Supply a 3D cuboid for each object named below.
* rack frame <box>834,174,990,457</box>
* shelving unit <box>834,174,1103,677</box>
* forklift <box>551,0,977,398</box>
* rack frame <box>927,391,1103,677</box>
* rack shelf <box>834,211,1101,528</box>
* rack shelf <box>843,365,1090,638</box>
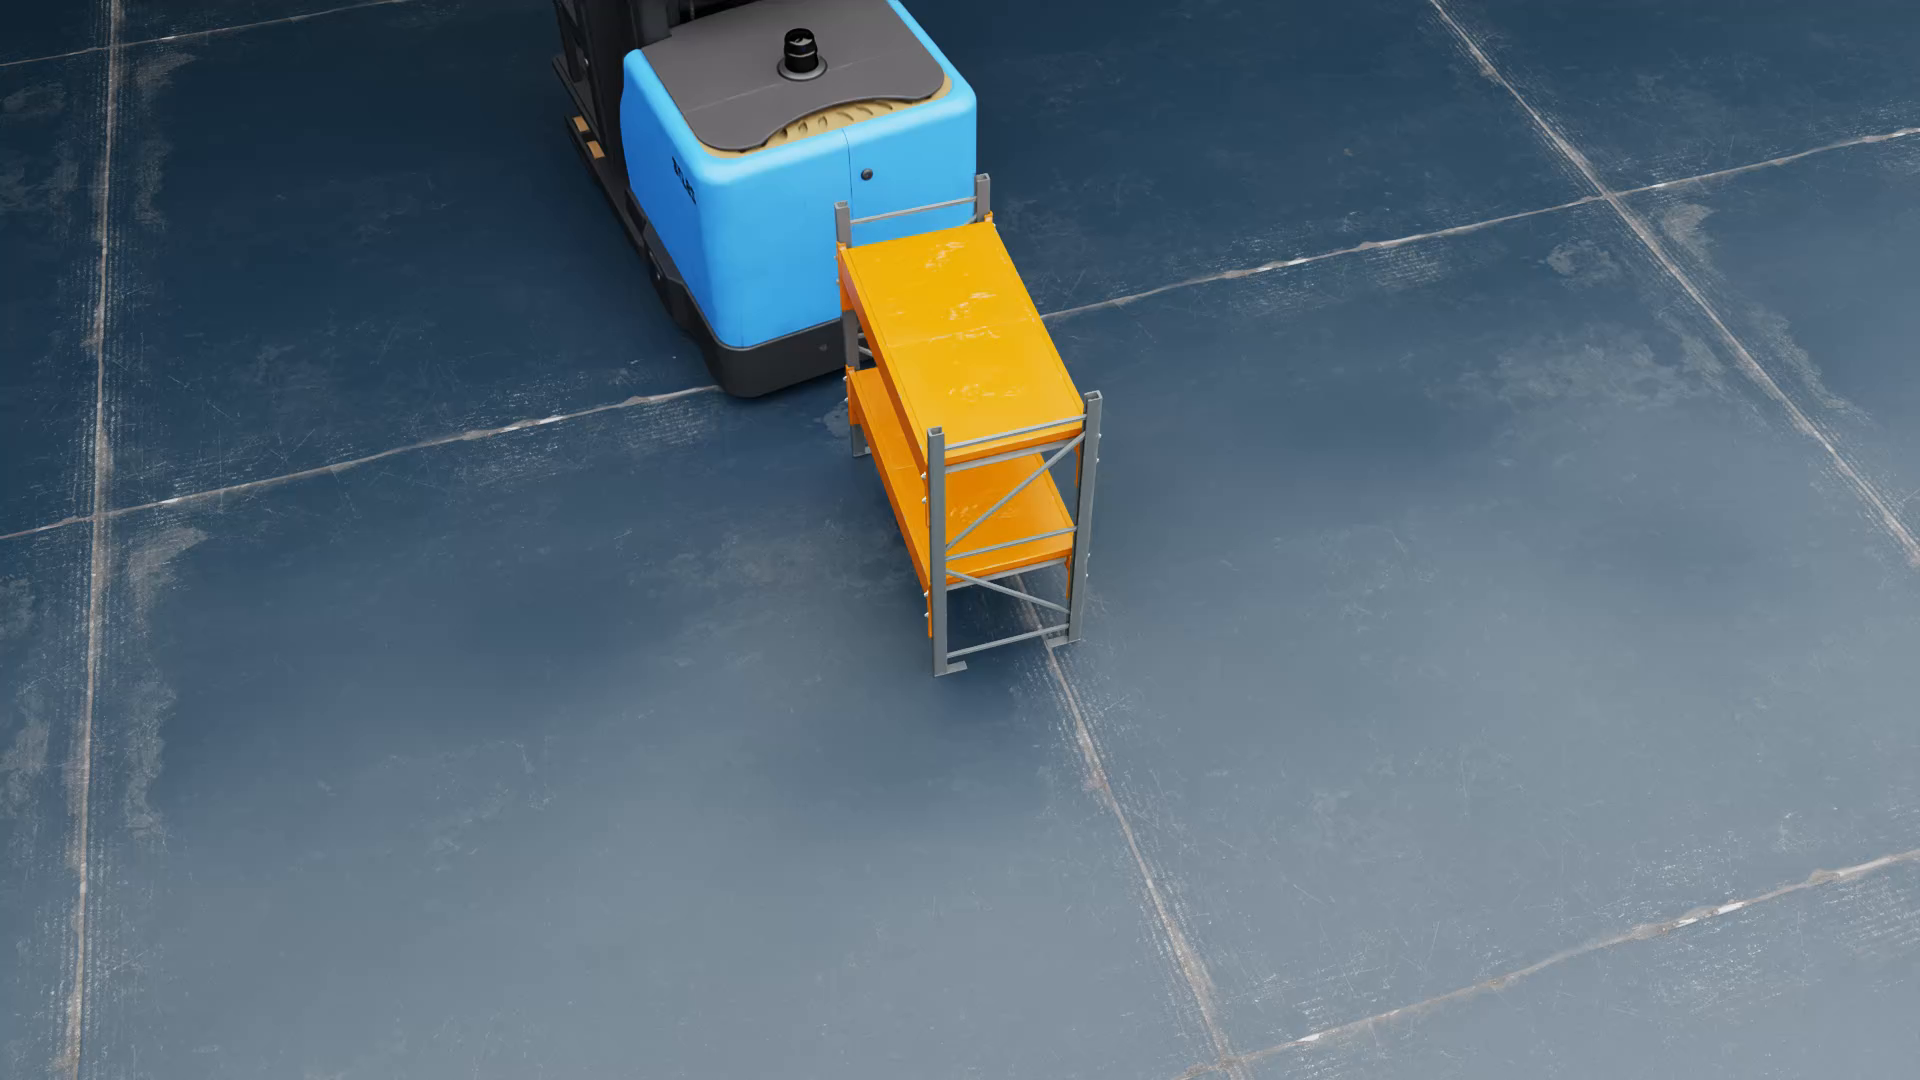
[{"bbox_3d":[-0.148,-0.729,5.629,0.500,1.125,0.032,-13,51,-11],"label":"rack frame"},{"bbox_3d":[0.002,-0.358,5.316,0.538,1.125,1.048,-13,51,-11],"label":"shelving unit"},{"bbox_3d":[-1.030,-2.607,6.031,1.130,2.935,3.031,-21,53,-17],"label":"forklift"},{"bbox_3d":[0.152,0.014,5.003,0.500,1.125,0.032,-13,51,-11],"label":"rack frame"},{"bbox_3d":[0.002,-0.546,5.092,0.538,0.278,1.000,-13,51,-11],"label":"rack shelf"},{"bbox_3d":[0.002,-0.200,5.503,0.538,0.278,1.000,-13,51,-11],"label":"rack shelf"}]
